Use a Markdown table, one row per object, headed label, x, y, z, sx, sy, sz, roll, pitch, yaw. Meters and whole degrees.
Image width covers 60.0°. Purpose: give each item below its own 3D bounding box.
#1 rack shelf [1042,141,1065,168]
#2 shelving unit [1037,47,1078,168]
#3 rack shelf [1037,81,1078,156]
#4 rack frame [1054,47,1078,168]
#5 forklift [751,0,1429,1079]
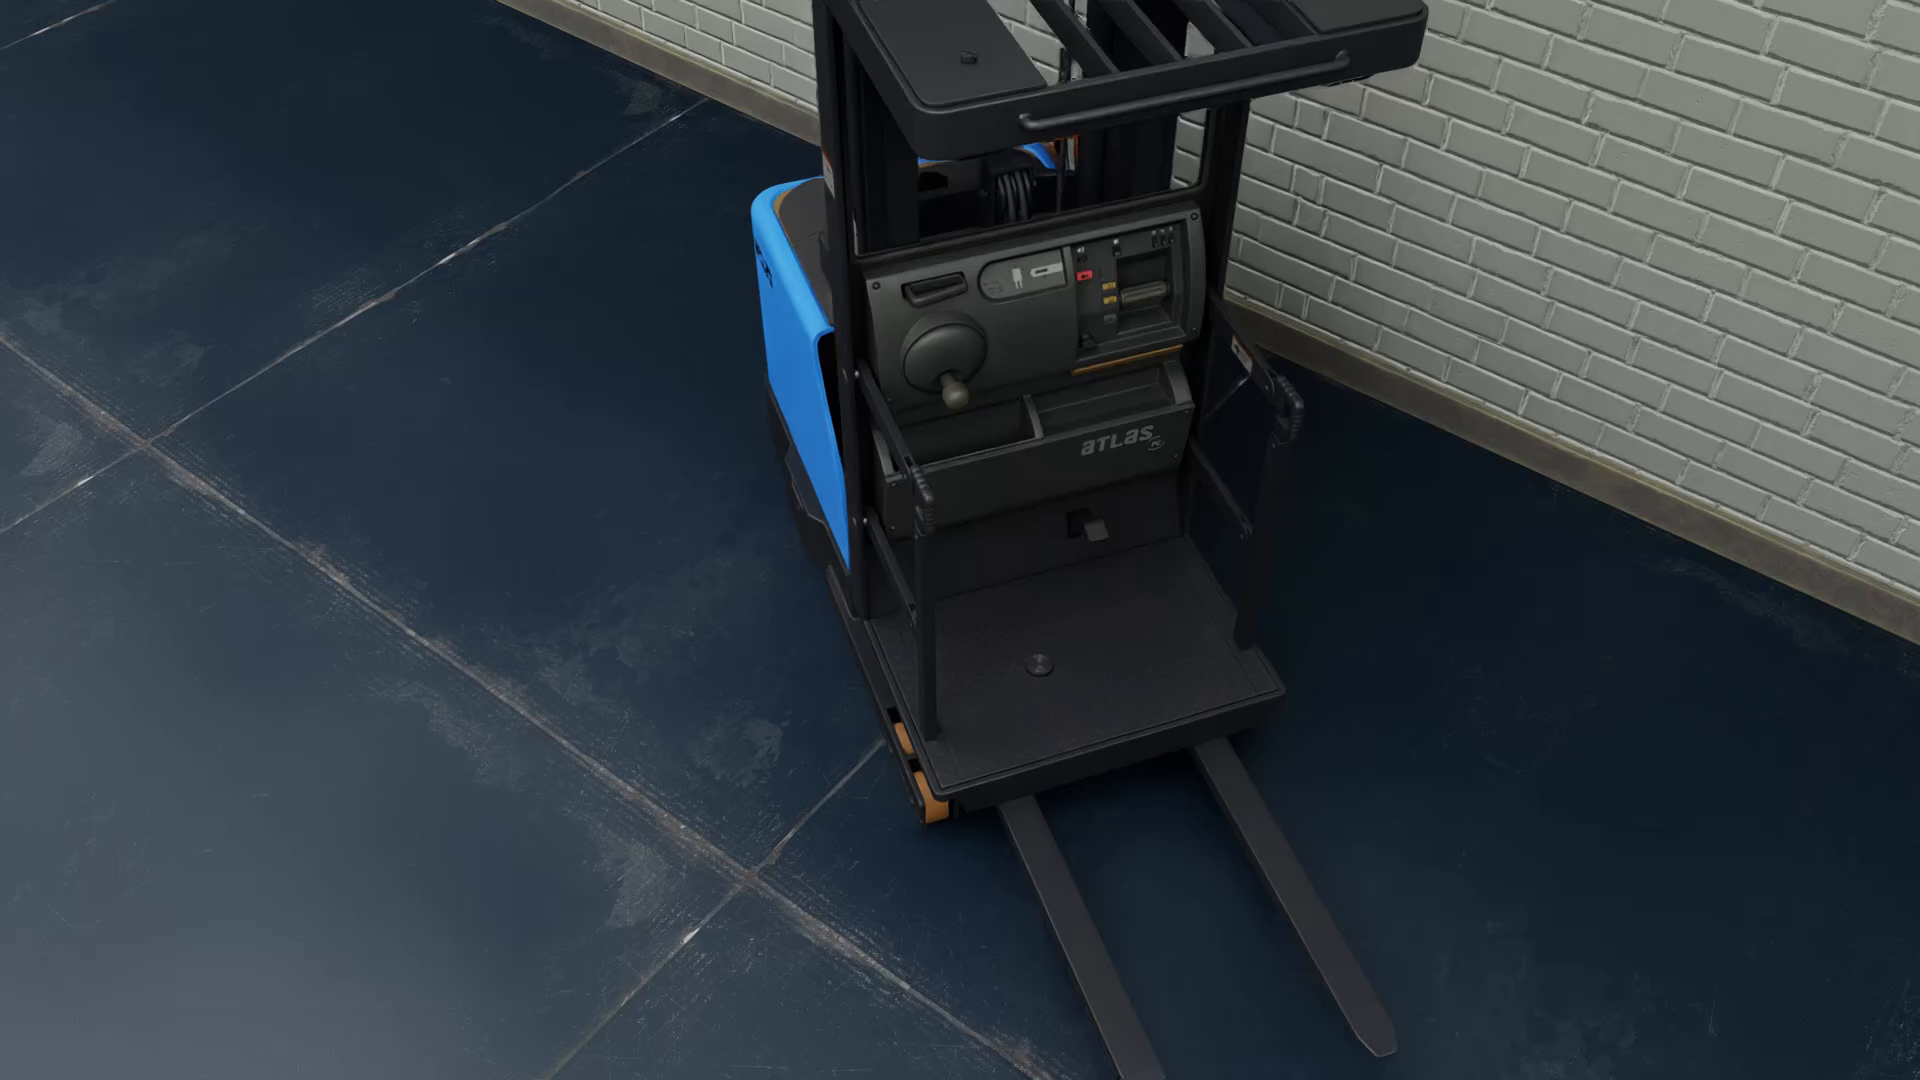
| label | x | y | z | sx | sy | sz | roll | pitch | yaw |
| --- | --- | --- | --- | --- | --- | --- | --- | --- | --- |
| rack shelf | 0.141 | -1.256 | 5.903 | 0.480 | 0.148 | 0.258 | -11 | 47 | -10 |
| shelving unit | 0.141 | -1.148 | 6.017 | 0.503 | 1.200 | 0.258 | -11 | 47 | -10 |
| rack shelf | 0.141 | -1.419 | 5.733 | 0.480 | 0.148 | 0.258 | -11 | 47 | -10 |
| rack frame | 0.377 | -1.194 | 6.060 | 0.015 | 1.200 | 0.240 | -11 | 47 | -10 |
| forklift | 0.285 | -0.515 | 4.215 | 1.130 | 2.935 | 3.031 | -15 | 48 | -13 |
